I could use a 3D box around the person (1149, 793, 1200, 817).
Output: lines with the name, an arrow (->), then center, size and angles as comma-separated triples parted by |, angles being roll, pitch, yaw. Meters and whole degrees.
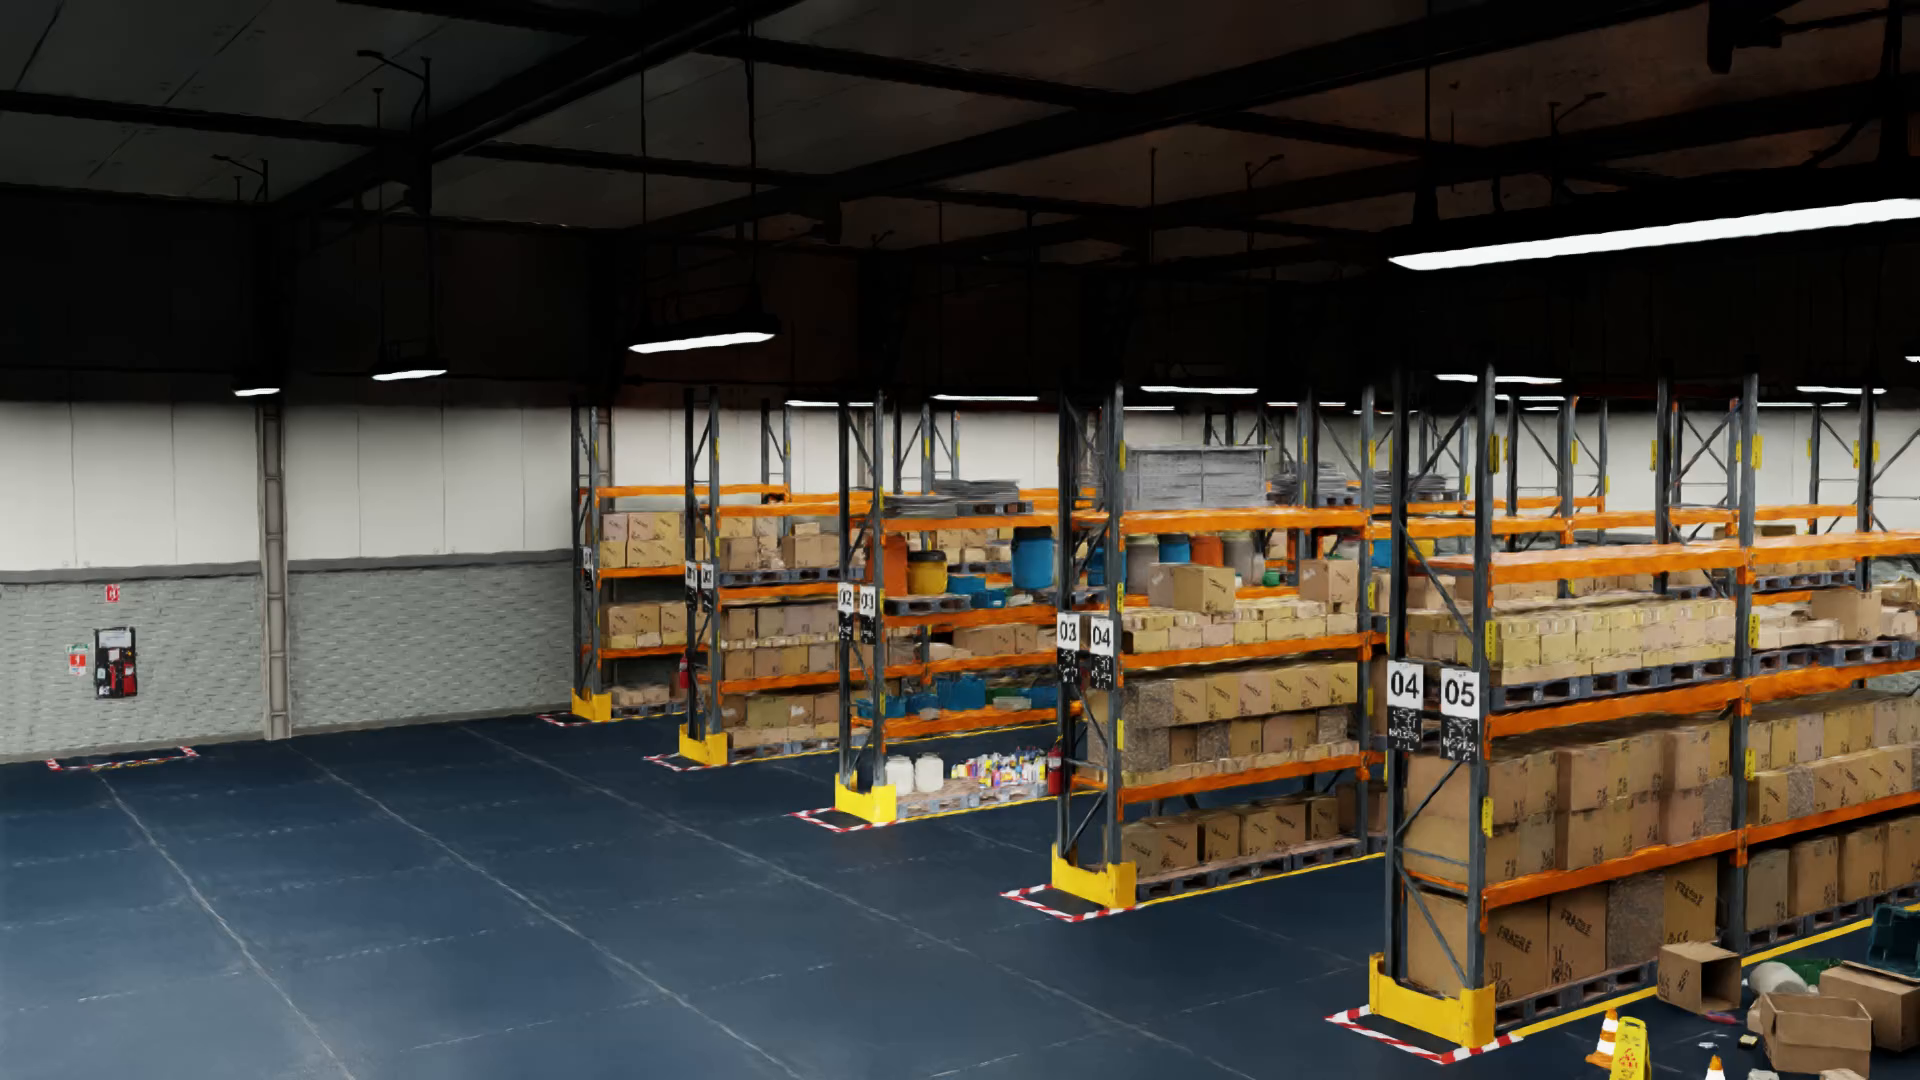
person -> 2.828, 3.034, 22.153 | 0.989, 1.579, 0.461 | -2, 4, -36
